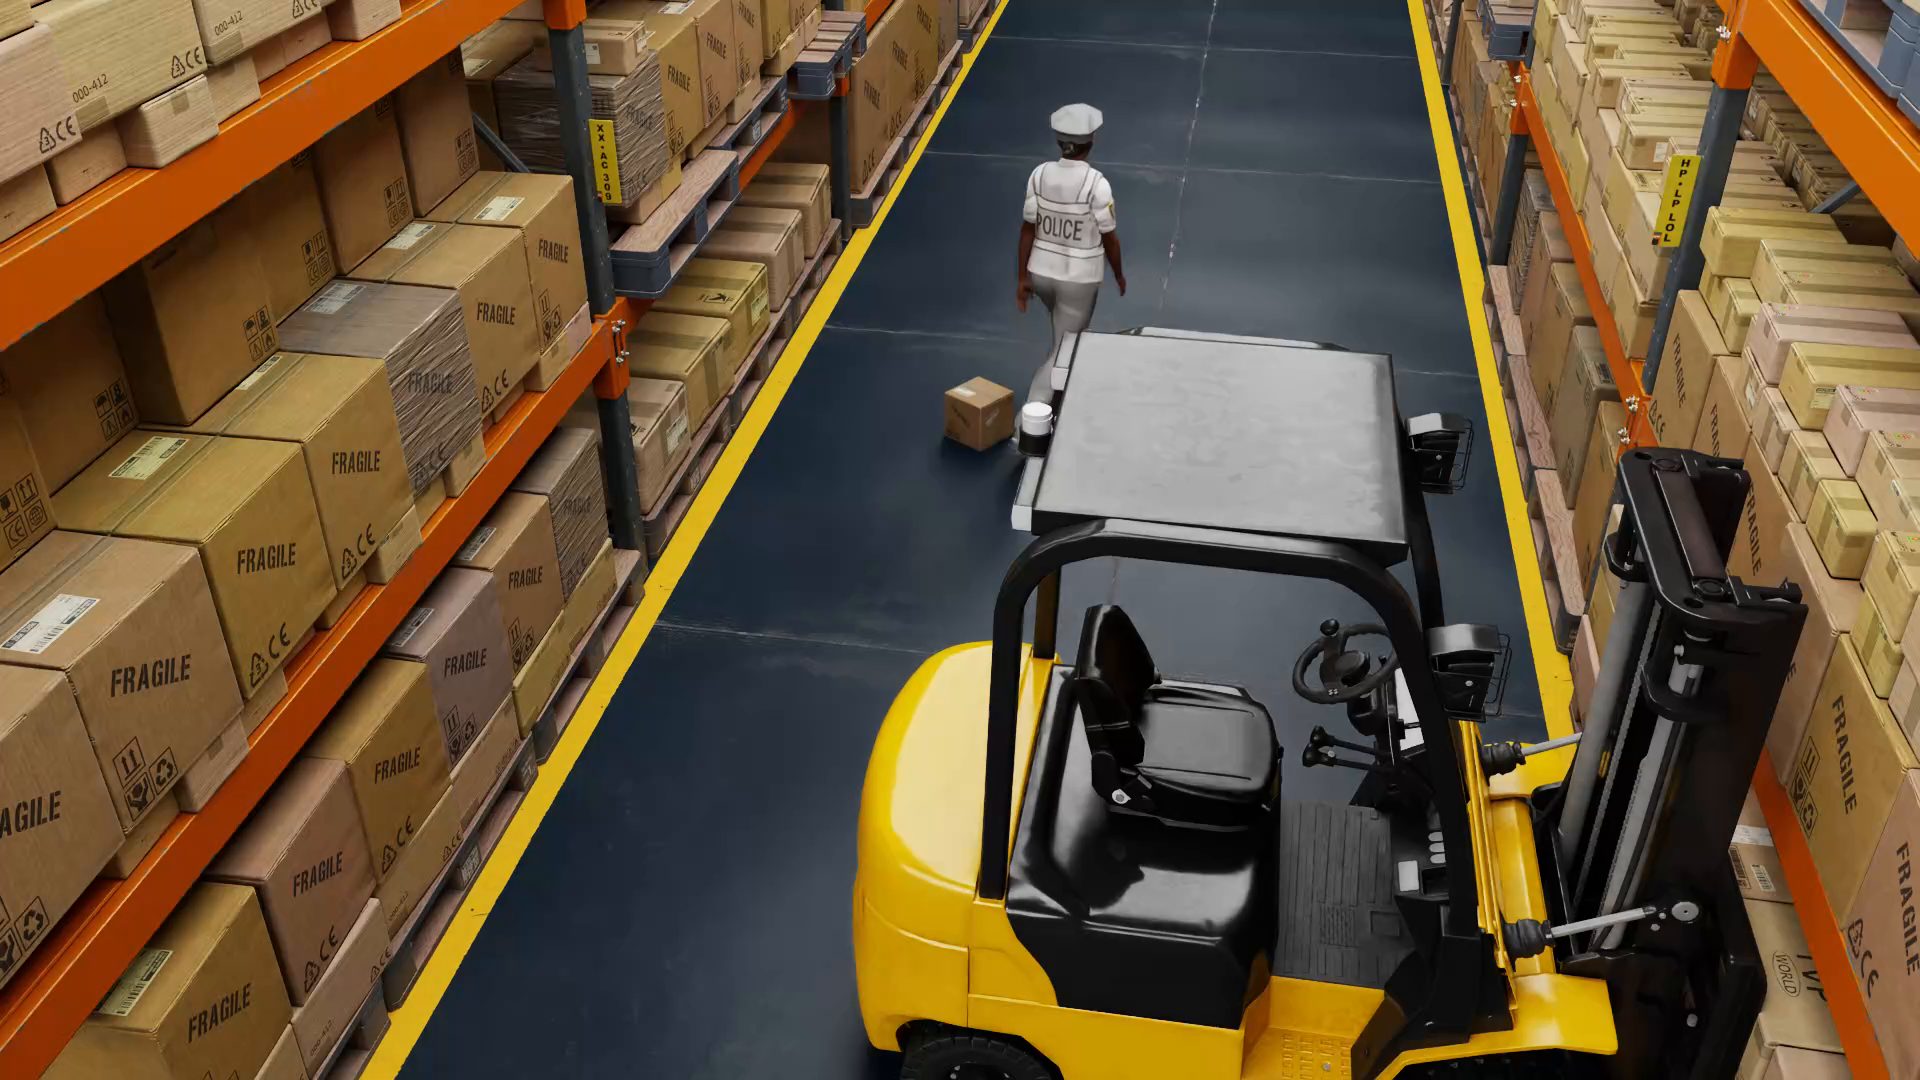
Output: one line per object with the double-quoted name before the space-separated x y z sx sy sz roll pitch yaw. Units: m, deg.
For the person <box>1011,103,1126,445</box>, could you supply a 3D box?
"person" 0.521 -1.299 8.158 0.454 1.609 1.068 22 39 30
